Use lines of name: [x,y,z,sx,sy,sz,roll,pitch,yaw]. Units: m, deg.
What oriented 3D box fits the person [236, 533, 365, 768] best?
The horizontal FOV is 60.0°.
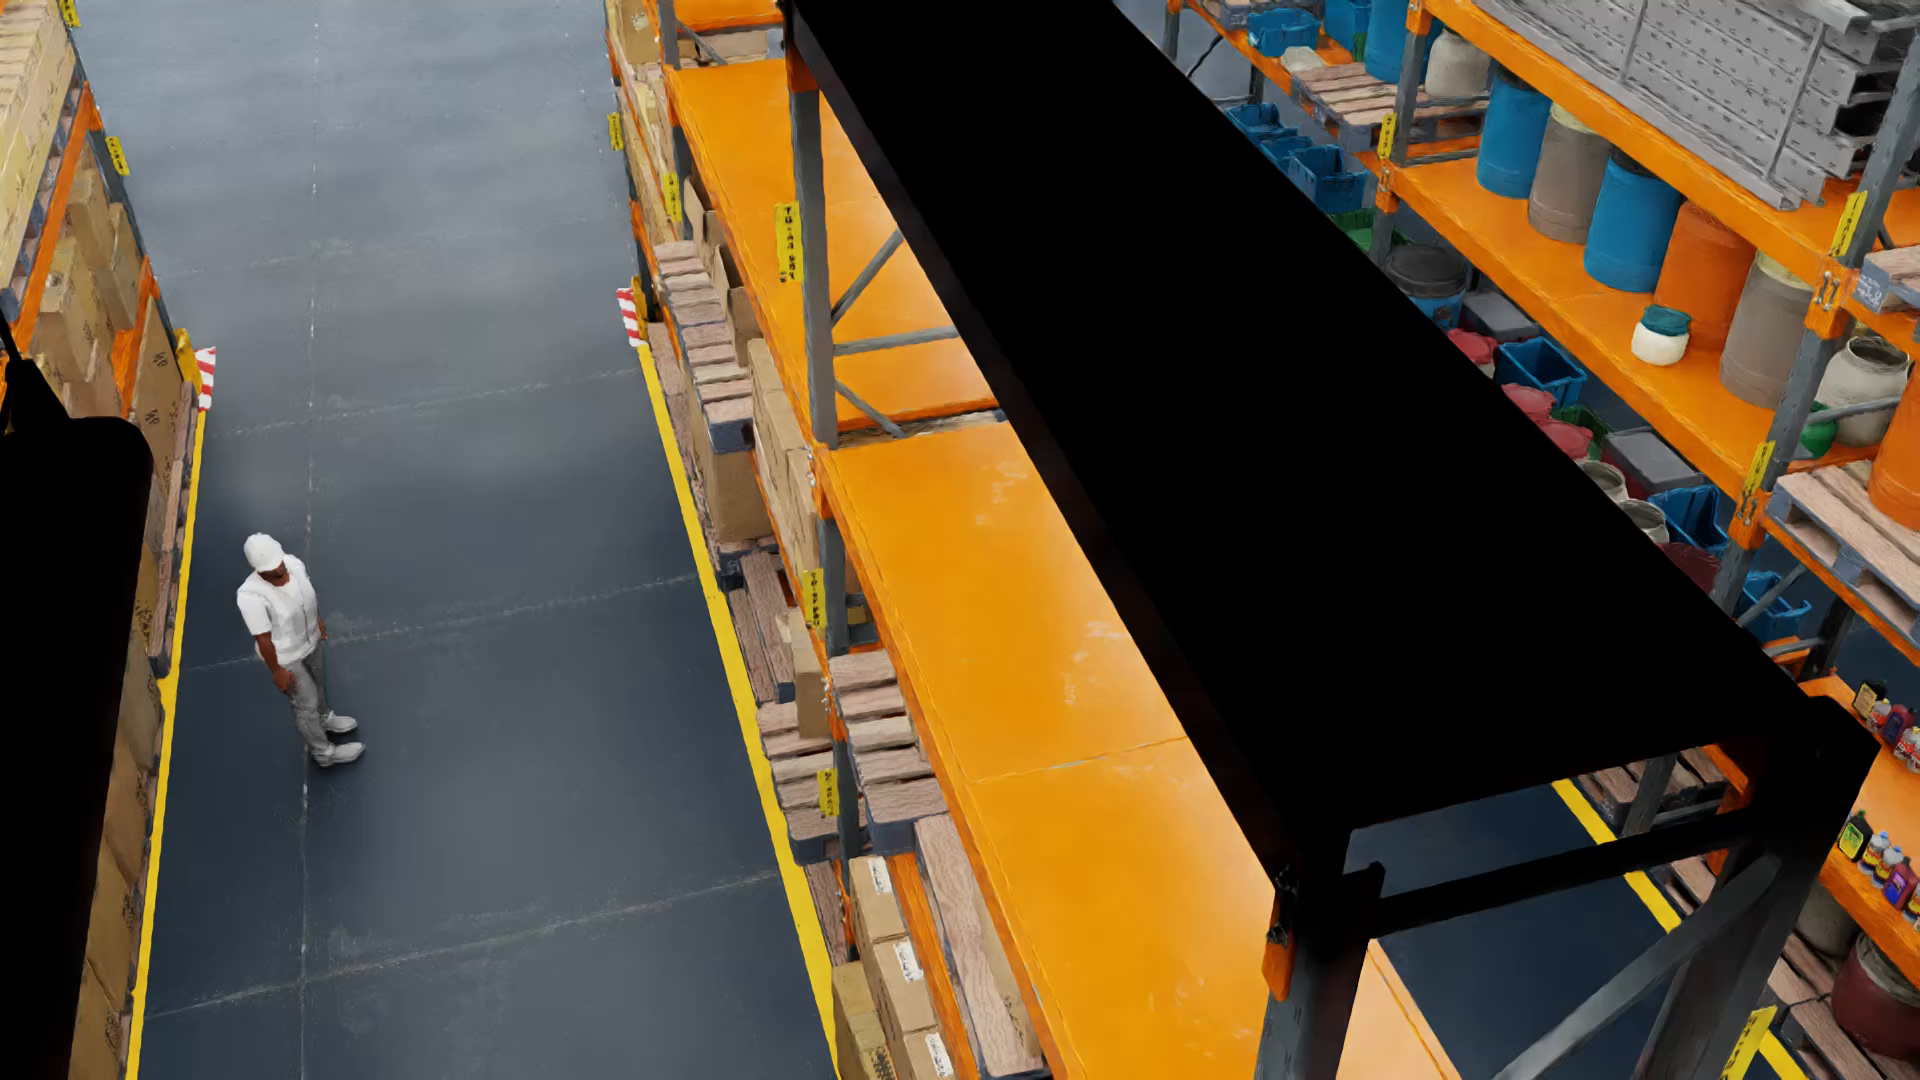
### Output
person: [-4.164,0.668,10.537,0.502,1.764,0.624,9,39,11]
